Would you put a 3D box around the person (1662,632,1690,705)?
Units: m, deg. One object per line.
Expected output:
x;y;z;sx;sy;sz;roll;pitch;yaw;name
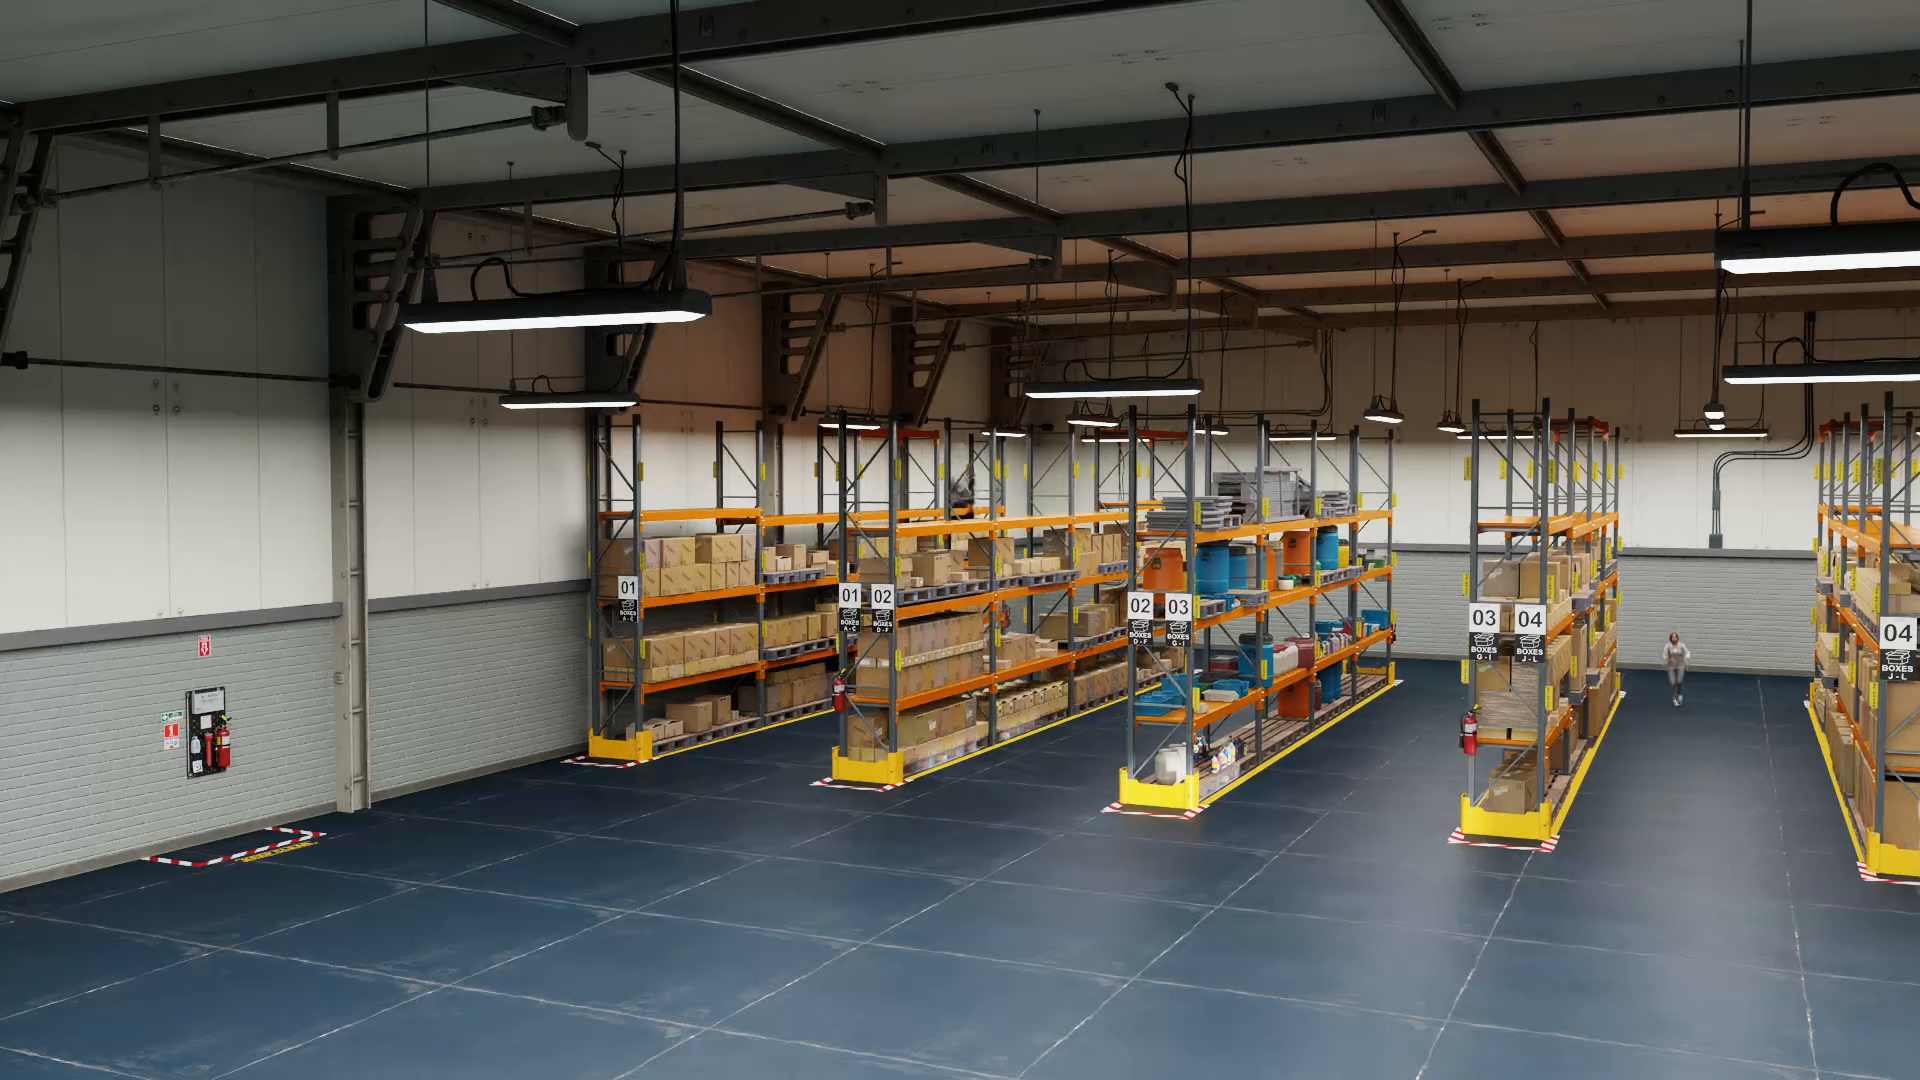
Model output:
15.272;2.758;35.496;0.521;1.568;0.576;1;3;28;person

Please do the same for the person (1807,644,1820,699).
18.969;2.633;36.399;0.732;1.783;0.746;1;3;31;person
